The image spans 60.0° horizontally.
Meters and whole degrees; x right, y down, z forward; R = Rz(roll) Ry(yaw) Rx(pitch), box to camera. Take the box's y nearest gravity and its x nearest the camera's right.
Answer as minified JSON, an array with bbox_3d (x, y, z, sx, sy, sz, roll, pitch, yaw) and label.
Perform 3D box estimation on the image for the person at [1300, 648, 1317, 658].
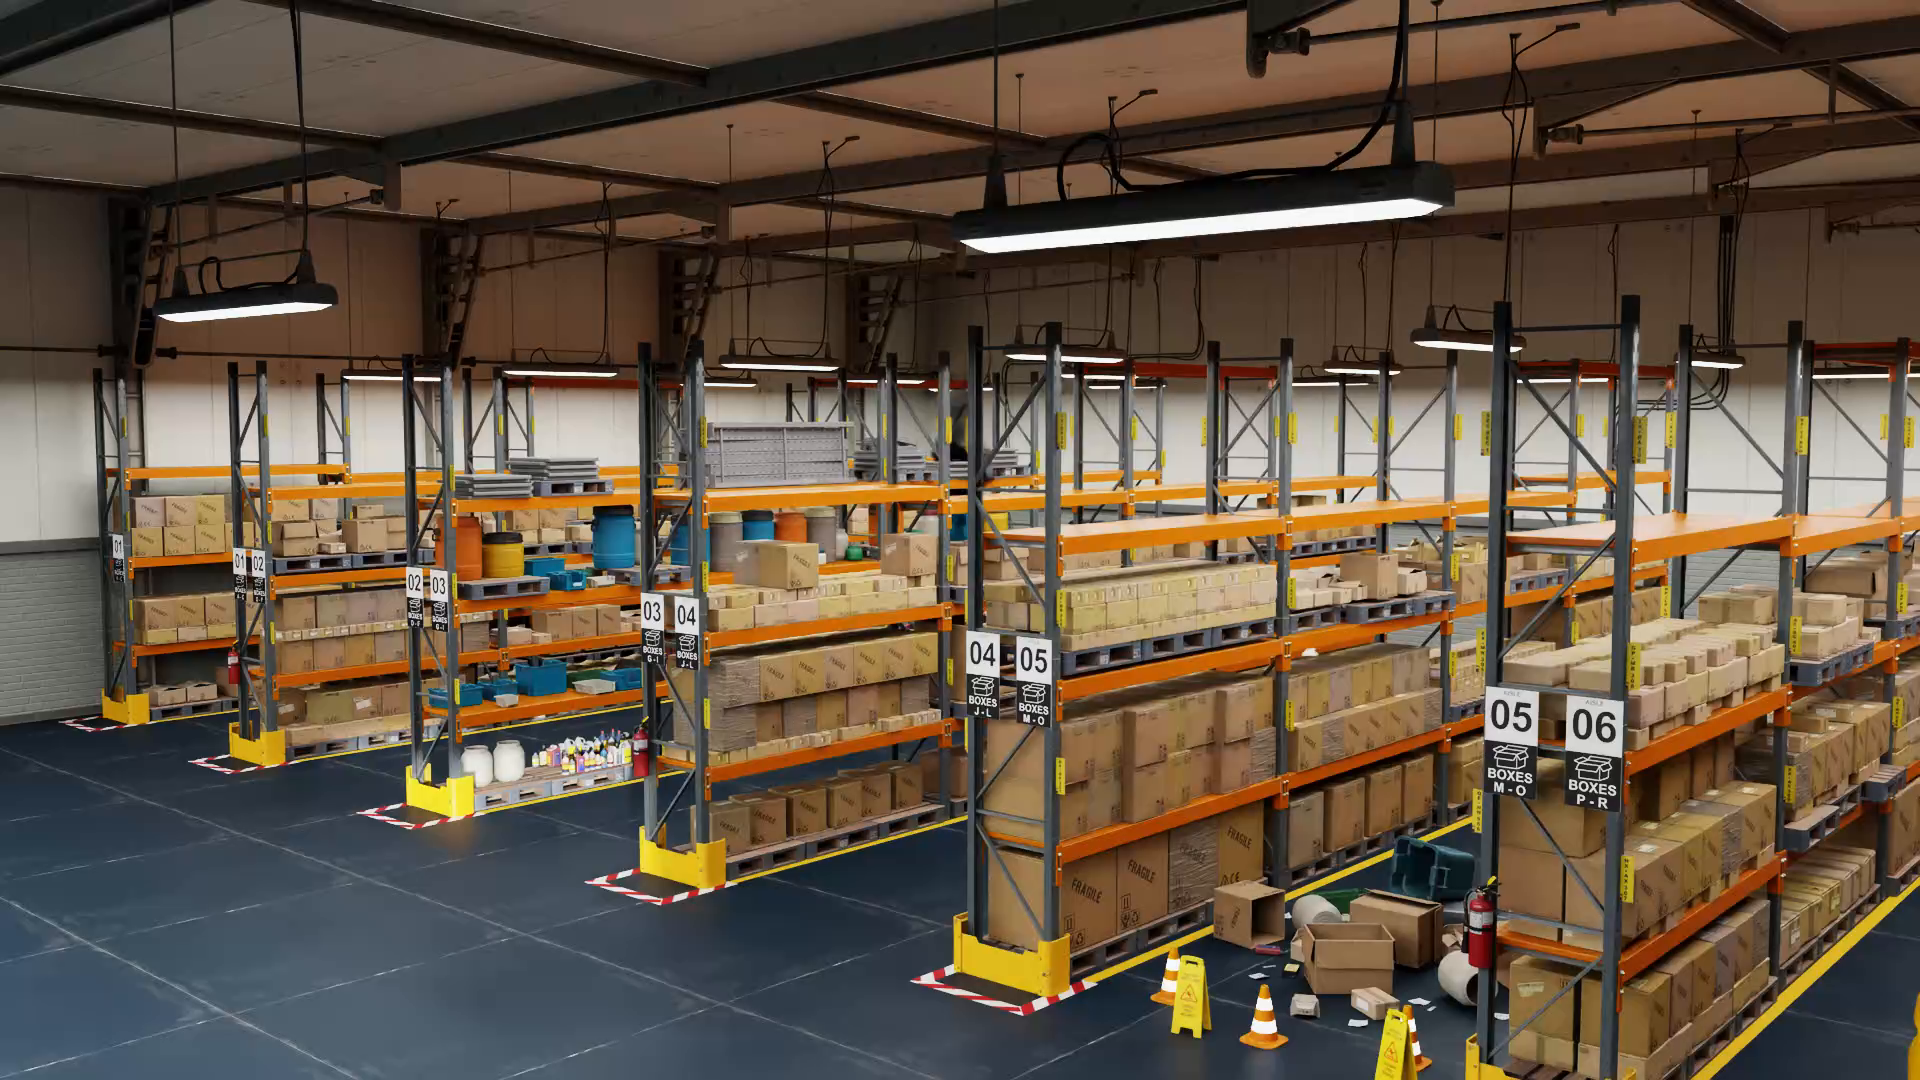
[{"bbox_3d":[5.157,2.473,24.447,0.610,1.805,0.889,3,5,38],"label":"person"}]
